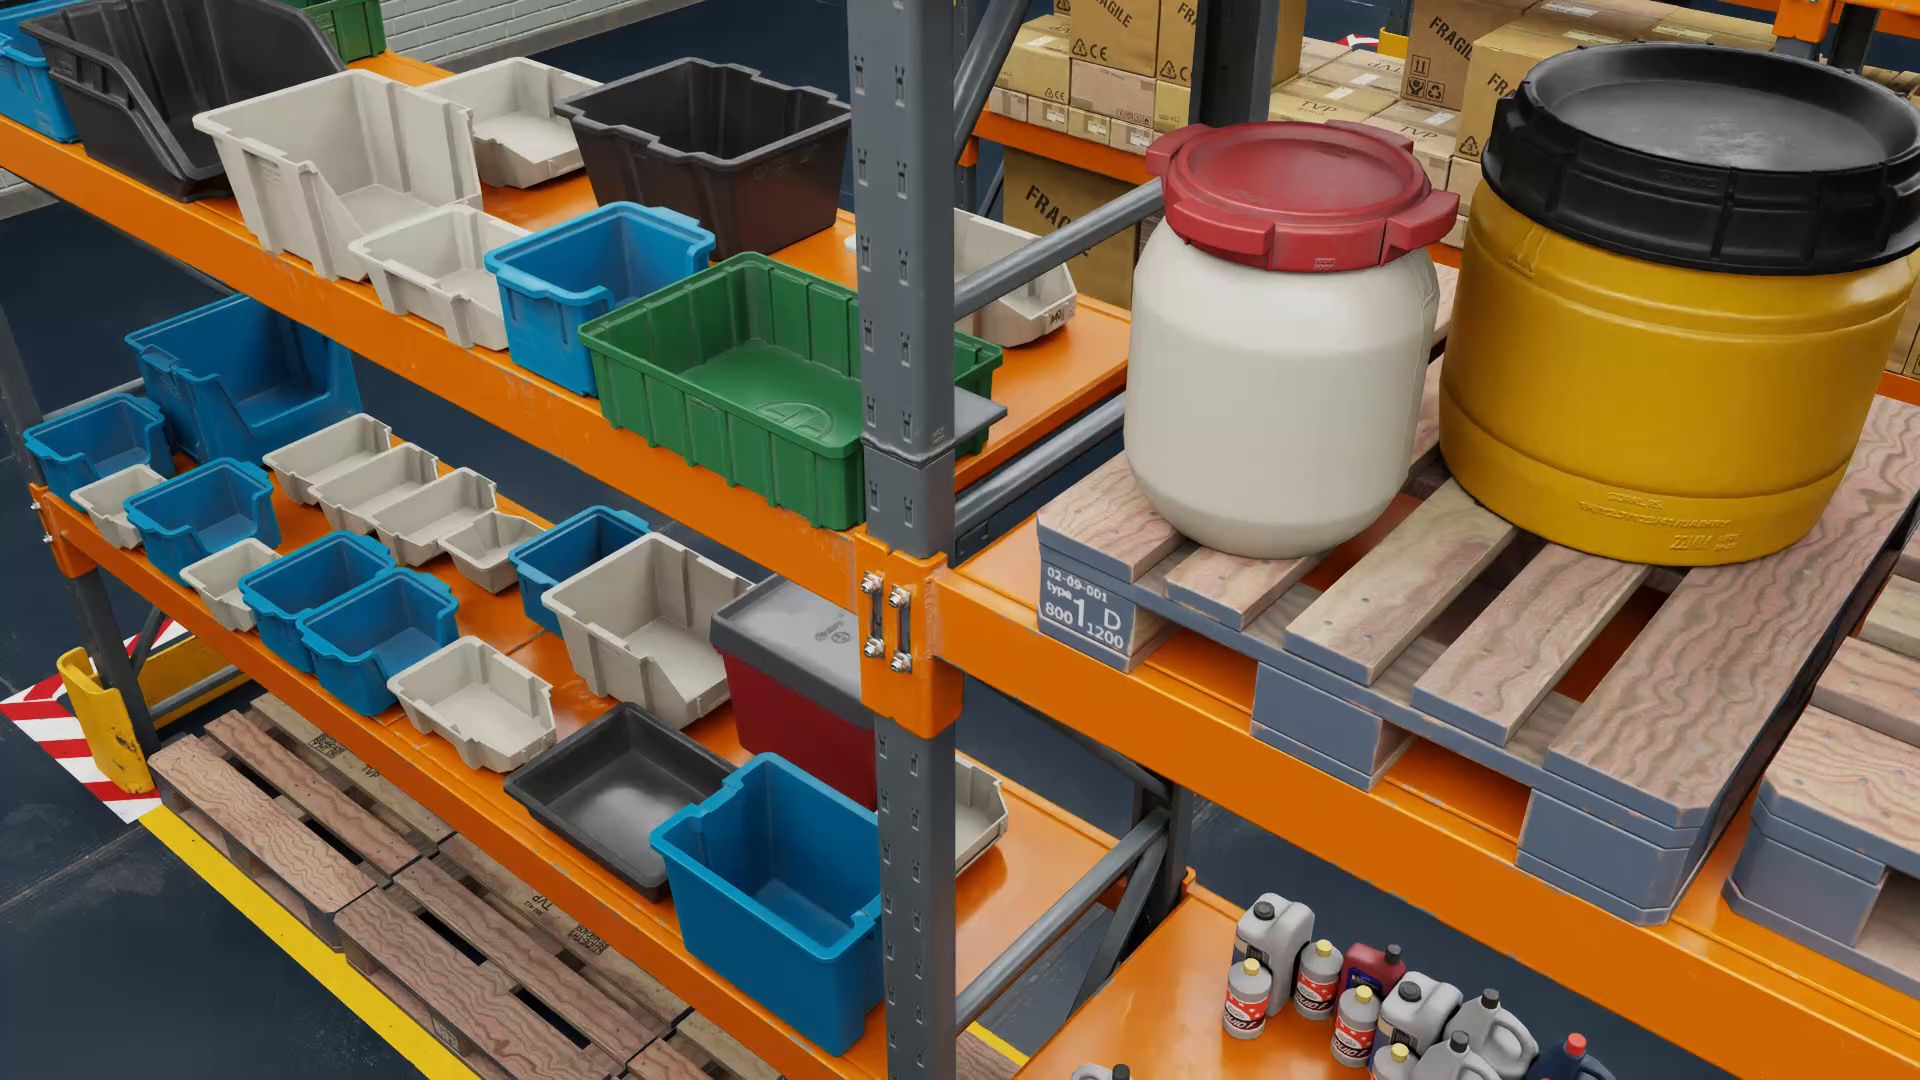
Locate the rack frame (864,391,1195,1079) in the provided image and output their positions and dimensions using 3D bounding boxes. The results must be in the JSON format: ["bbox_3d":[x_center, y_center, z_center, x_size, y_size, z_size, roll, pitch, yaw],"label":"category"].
[{"bbox_3d":[0.208,0.886,3.810,0.127,3.000,1.000,25,42,32],"label":"rack frame"}]

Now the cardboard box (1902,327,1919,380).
[{"bbox_3d":[3.958,-0.853,6.254,0.500,0.500,0.500,25,42,32],"label":"cardboard box"}]

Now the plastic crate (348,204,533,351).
[{"bbox_3d":[-1.013,-0.537,3.465,0.466,0.136,0.293,25,42,32],"label":"plastic crate"}]

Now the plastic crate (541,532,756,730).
[{"bbox_3d":[-0.847,0.277,4.749,0.530,0.282,0.437,25,42,32],"label":"plastic crate"}]

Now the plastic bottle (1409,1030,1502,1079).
[{"bbox_3d":[1.032,1.160,3.455,0.185,0.351,0.144,25,42,32],"label":"plastic bottle"}]

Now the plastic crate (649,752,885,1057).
[{"bbox_3d":[-0.369,0.847,3.828,0.575,0.384,0.392,25,42,32],"label":"plastic crate"}]

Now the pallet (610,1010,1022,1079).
[{"bbox_3d":[-0.382,1.786,4.963,1.213,0.211,1.003,25,42,32],"label":"pallet"}]

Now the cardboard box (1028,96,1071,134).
[{"bbox_3d":[0.563,-2.250,8.598,0.250,0.149,0.380,25,41,31],"label":"cardboard box"}]

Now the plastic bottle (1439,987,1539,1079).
[{"bbox_3d":[1.124,1.097,3.547,0.185,0.351,0.144,25,42,32],"label":"plastic bottle"}]

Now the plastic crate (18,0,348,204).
[{"bbox_3d":[-1.867,-1.101,4.108,0.767,0.338,0.504,25,42,32],"label":"plastic crate"}]

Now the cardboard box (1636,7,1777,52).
[{"bbox_3d":[3.173,-1.923,7.108,0.500,0.500,0.500,25,42,32],"label":"cardboard box"}]

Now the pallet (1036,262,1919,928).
[{"bbox_3d":[0.873,-0.031,2.663,1.003,0.211,1.213,25,42,32],"label":"pallet"}]

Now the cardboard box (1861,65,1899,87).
[{"bbox_3d":[6.097,-3.044,11.154,0.250,0.149,0.380,25,41,31],"label":"cardboard box"}]

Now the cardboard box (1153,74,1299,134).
[{"bbox_3d":[1.287,-2.118,8.054,0.500,0.250,0.500,24,41,30],"label":"cardboard box"}]

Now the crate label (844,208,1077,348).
[{"bbox_3d":[0.017,-0.545,3.477,0.466,0.136,0.293,25,42,32],"label":"crate label"}]

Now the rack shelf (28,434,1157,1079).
[{"bbox_3d":[-1.329,0.458,5.069,4.000,0.370,1.077,25,42,32],"label":"rack shelf"}]

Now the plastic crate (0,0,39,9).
[{"bbox_3d":[-2.748,-1.485,4.728,0.590,0.269,0.497,25,42,32],"label":"plastic crate"}]

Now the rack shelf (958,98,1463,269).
[{"bbox_3d":[1.840,-1.697,8.206,4.000,0.370,1.077,25,42,32],"label":"rack shelf"}]

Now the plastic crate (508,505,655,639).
[{"bbox_3d":[-1.123,0.114,5.029,0.300,0.233,0.416,25,42,32],"label":"plastic crate"}]

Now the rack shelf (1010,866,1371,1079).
[{"bbox_3d":[1.745,1.907,2.959,4.000,0.370,1.077,25,42,32],"label":"rack shelf"}]

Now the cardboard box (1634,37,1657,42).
[{"bbox_3d":[2.853,-1.689,6.767,0.500,0.500,0.500,27,42,33],"label":"cardboard box"}]

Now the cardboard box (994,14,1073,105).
[{"bbox_3d":[0.499,-2.487,8.592,0.500,0.250,0.500,24,41,31],"label":"cardboard box"}]

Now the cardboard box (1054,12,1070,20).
[{"bbox_3d":[0.846,-2.718,8.928,0.500,0.250,0.500,25,41,31],"label":"cardboard box"}]

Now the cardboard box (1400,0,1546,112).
[{"bbox_3d":[2.397,-2.292,7.645,0.500,0.500,0.500,24,41,30],"label":"cardboard box"}]

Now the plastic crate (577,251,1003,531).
[{"bbox_3d":[-0.311,-0.285,3.053,0.662,0.188,0.450,25,42,32],"label":"plastic crate"}]

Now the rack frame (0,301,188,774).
[{"bbox_3d":[-2.866,-0.563,5.920,0.127,3.000,1.000,25,42,32],"label":"rack frame"}]

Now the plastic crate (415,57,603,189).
[{"bbox_3d":[-1.119,-1.050,4.213,0.530,0.136,0.437,25,42,32],"label":"plastic crate"}]

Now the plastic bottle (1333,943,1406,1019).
[{"bbox_3d":[0.925,1.000,3.747,0.133,0.283,0.061,25,42,32],"label":"plastic bottle"}]

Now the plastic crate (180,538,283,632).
[{"bbox_3d":[-2.172,0.152,5.059,0.298,0.136,0.250,25,42,32],"label":"plastic crate"}]

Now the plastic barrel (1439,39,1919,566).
[{"bbox_3d":[1.040,-0.359,2.436,0.600,0.588,0.600,0,34,0],"label":"plastic barrel"}]

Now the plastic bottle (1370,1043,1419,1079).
[{"bbox_3d":[0.933,1.163,3.582,0.097,0.201,0.097,0,34,0],"label":"plastic bottle"}]

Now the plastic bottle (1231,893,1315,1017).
[{"bbox_3d":[0.718,0.939,3.842,0.135,0.276,0.152,25,42,32],"label":"plastic bottle"}]

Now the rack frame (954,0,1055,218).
[{"bbox_3d":[0.303,-2.718,9.058,0.127,3.000,1.000,25,42,32],"label":"rack frame"}]

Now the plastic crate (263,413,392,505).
[{"bbox_3d":[-2.123,-0.262,5.662,0.243,0.136,0.396,25,42,32],"label":"plastic crate"}]

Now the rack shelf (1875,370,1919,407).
[{"bbox_3d":[4.914,-0.248,6.097,4.000,0.370,1.077,25,42,32],"label":"rack shelf"}]

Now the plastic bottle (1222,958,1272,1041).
[{"bbox_3d":[0.653,1.031,3.774,0.097,0.201,0.097,0,34,0],"label":"plastic bottle"}]

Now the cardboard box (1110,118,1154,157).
[{"bbox_3d":[0.961,-2.063,8.326,0.250,0.149,0.380,25,41,31],"label":"cardboard box"}]

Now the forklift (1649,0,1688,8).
[{"bbox_3d":[4.102,-2.938,9.439,3.031,2.935,1.130,2,35,2],"label":"forklift"}]

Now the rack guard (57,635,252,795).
[{"bbox_3d":[-2.892,0.465,6.632,0.348,0.500,1.175,25,42,32],"label":"rack guard"}]

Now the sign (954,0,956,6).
[{"bbox_3d":[-0.056,-2.868,8.442,0.005,0.325,0.100,25,42,32],"label":"sign"}]

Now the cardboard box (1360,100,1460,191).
[{"bbox_3d":[2.078,-1.747,7.513,0.500,0.250,0.500,26,42,33],"label":"cardboard box"}]

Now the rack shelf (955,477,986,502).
[{"bbox_3d":[-0.127,-0.335,7.648,0.480,0.148,0.258,25,42,32],"label":"rack shelf"}]

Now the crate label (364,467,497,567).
[{"bbox_3d":[-1.680,-0.061,5.369,0.243,0.136,0.396,25,42,32],"label":"crate label"}]

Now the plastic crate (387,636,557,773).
[{"bbox_3d":[-1.322,0.470,4.596,0.466,0.136,0.293,25,42,32],"label":"plastic crate"}]

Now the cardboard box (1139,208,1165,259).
[{"bbox_3d":[1.546,-1.488,8.773,0.875,0.875,0.875,25,42,32],"label":"cardboard box"}]

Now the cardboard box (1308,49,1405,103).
[{"bbox_3d":[2.029,-2.163,8.120,0.500,0.250,0.500,25,42,32],"label":"cardboard box"}]

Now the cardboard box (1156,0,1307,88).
[{"bbox_3d":[1.286,-2.430,7.846,0.500,0.500,0.500,24,41,31],"label":"cardboard box"}]

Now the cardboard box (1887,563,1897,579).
[{"bbox_3d":[3.882,-0.343,7.106,0.875,0.875,1.225,25,42,32],"label":"cardboard box"}]

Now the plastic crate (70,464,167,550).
[{"bbox_3d":[-2.693,-0.094,5.417,0.298,0.136,0.250,25,42,32],"label":"plastic crate"}]

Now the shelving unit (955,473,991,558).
[{"bbox_3d":[-0.127,-0.555,7.498,0.503,1.200,0.258,25,42,32],"label":"shelving unit"}]
